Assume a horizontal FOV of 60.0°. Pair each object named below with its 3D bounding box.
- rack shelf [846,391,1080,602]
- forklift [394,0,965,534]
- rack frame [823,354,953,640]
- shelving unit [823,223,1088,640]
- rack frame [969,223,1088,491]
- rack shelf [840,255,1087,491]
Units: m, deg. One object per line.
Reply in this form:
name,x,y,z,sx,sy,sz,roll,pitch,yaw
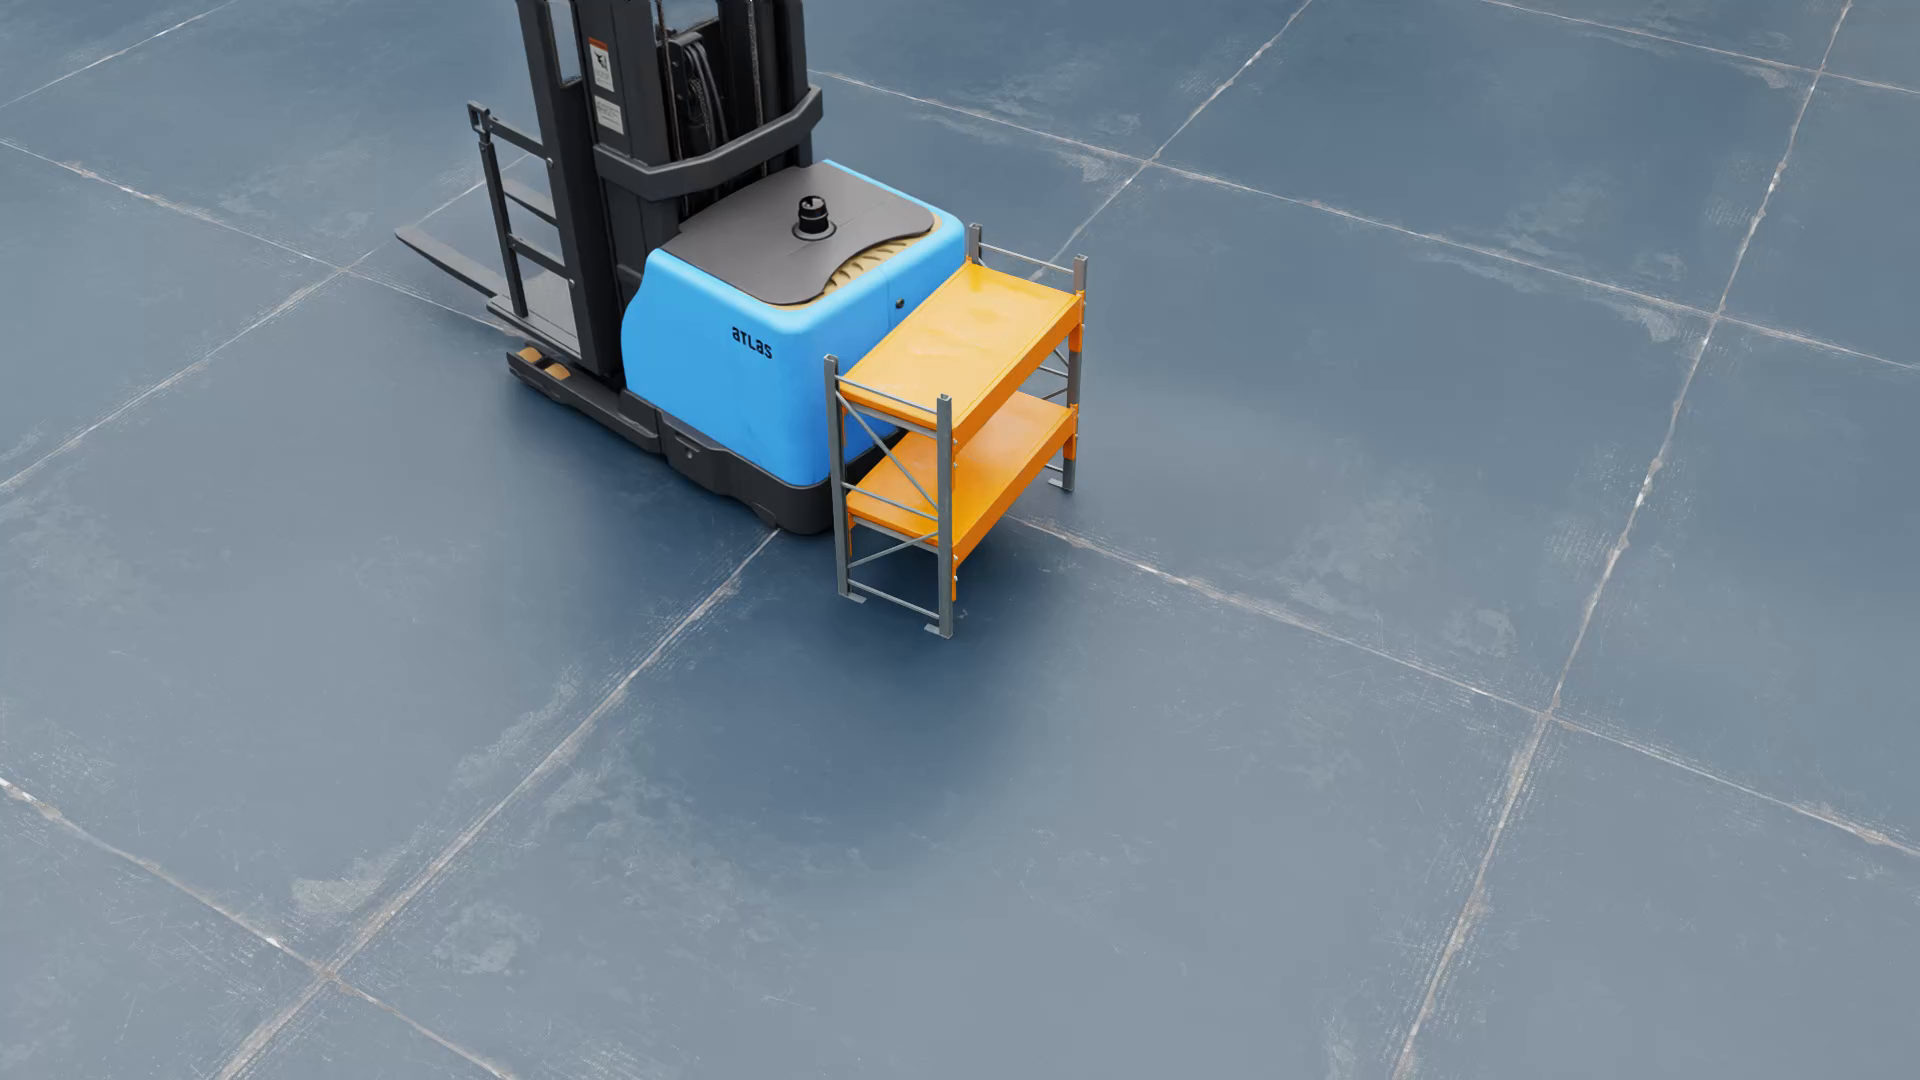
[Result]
rack shelf,0.003,-0.243,6.544,0.538,0.278,1.000,21,45,22
forklift,-1.409,-1.956,6.754,3.031,2.935,1.130,30,49,29
rack frame,-0.251,-0.135,6.052,0.500,1.125,0.032,21,45,22
shelving unit,0.003,-0.426,6.383,0.538,1.125,1.048,21,45,22
rack frame,0.258,-0.717,6.713,0.500,1.125,0.032,21,45,22
rack shelf,0.003,-0.646,6.189,0.538,0.278,1.000,21,45,22
